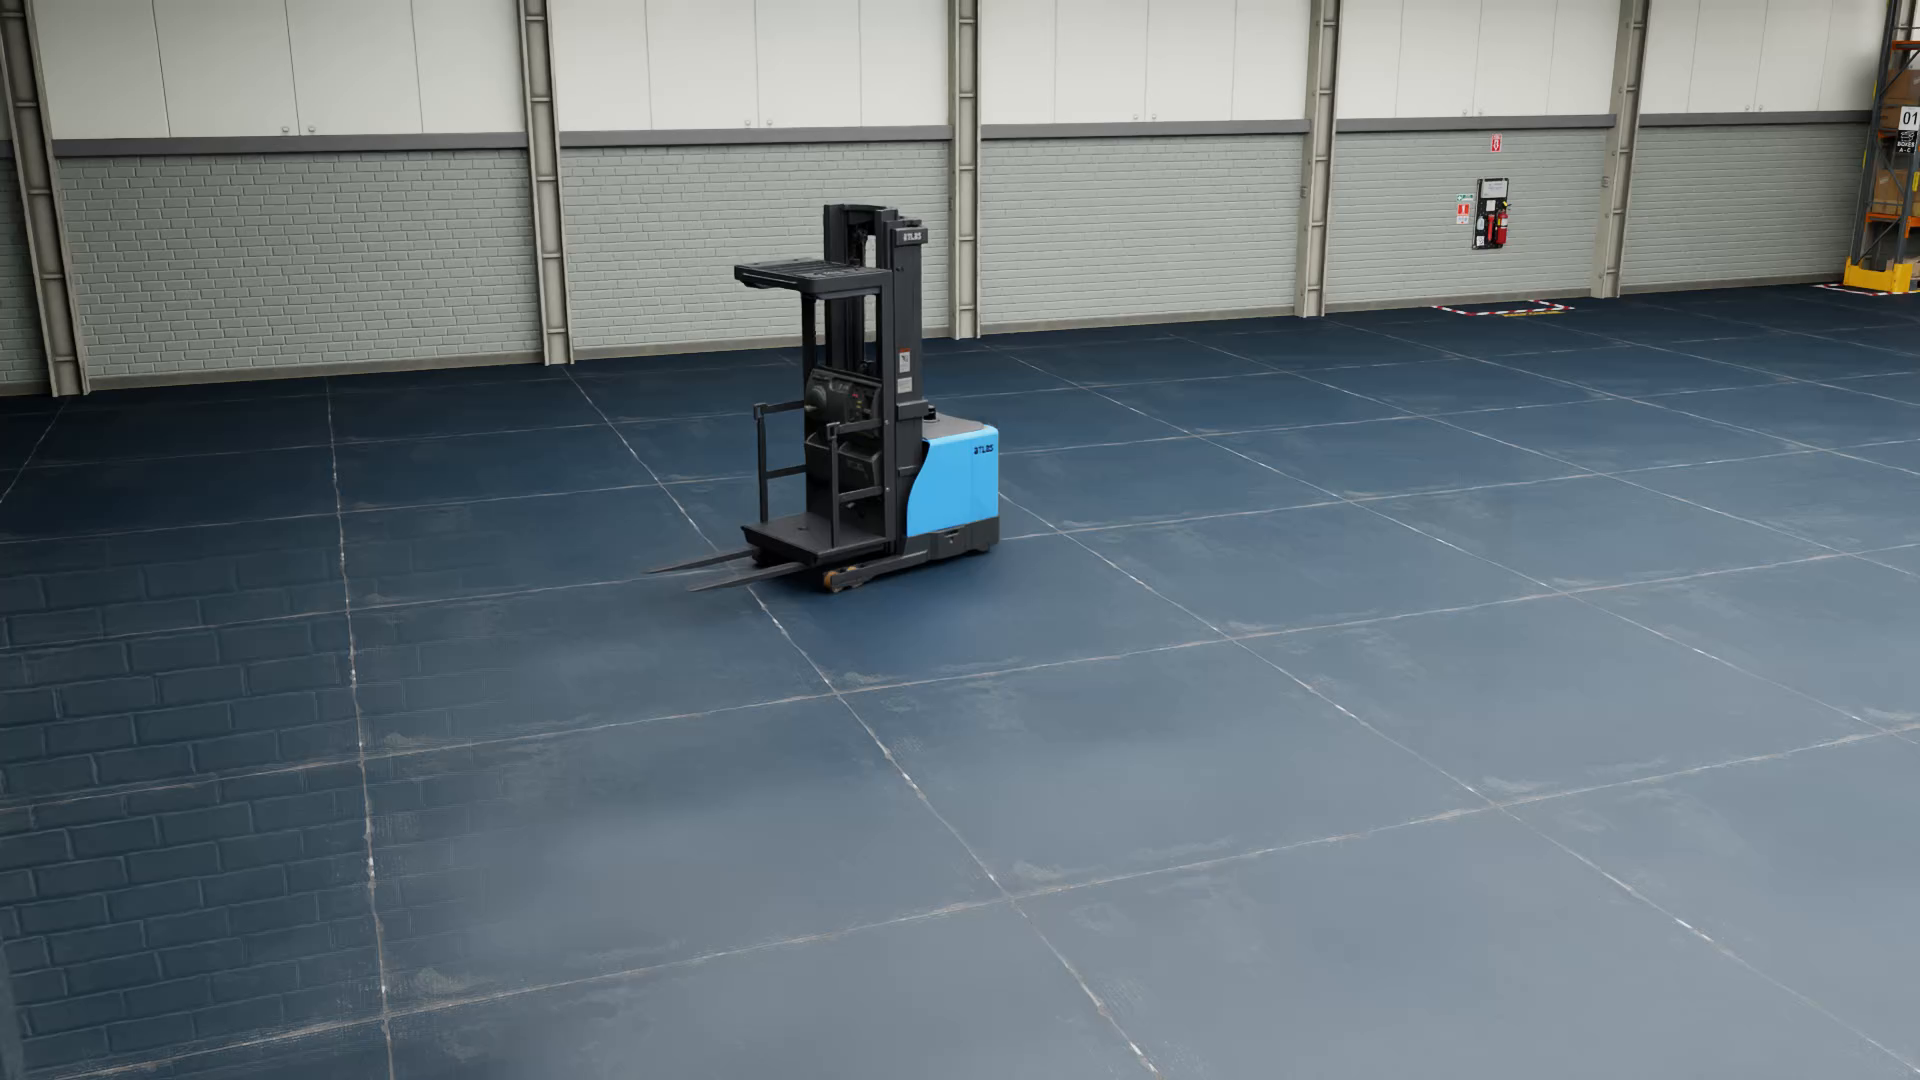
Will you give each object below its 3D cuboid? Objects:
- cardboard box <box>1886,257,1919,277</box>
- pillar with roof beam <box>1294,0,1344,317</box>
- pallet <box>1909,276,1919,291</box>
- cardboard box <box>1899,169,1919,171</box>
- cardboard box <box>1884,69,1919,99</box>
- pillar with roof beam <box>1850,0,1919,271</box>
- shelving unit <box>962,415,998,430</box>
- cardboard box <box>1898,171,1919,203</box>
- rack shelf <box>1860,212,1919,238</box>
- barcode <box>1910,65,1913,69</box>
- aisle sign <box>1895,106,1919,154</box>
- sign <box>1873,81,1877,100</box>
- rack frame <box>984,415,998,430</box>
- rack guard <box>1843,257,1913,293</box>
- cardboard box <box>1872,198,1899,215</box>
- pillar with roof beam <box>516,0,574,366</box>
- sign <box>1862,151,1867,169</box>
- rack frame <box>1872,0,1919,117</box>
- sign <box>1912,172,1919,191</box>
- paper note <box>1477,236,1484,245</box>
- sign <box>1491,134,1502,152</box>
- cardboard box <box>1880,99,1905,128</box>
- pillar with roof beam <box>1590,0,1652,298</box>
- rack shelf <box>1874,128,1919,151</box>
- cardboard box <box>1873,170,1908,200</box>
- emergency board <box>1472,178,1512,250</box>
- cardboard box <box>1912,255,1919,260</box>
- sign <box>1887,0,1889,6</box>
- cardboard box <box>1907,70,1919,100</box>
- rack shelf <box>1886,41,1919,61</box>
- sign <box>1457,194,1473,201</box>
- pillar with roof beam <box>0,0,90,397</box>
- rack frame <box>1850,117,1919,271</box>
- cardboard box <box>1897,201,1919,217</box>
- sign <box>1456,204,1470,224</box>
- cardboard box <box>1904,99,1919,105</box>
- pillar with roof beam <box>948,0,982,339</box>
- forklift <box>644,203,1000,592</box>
[{"bbox_3d":[17.208,-4.969,30.188,0.500,0.311,0.500,-8,18,-26],"label":"cardboard box"},{"bbox_3d":[7.209,-6.836,21.907,0.400,9.000,9.100,-6,17,-20],"label":"pillar with roof beam"},{"bbox_3d":[17.372,-4.744,30.380,1.213,0.211,1.003,-6,17,-20],"label":"pallet"},{"bbox_3d":[17.368,-6.451,30.143,0.500,0.500,0.500,-6,17,-19],"label":"cardboard box"},{"bbox_3d":[16.839,-8.091,29.516,0.500,0.500,0.500,-5,17,-18],"label":"cardboard box"},{"bbox_3d":[18.415,-8.046,26.027,0.400,9.000,9.100,-6,17,-20],"label":"pillar with roof beam"},{"bbox_3d":[0.174,-0.551,14.612,0.252,1.050,0.215,-11,20,-33],"label":"shelving unit"},{"bbox_3d":[17.083,-6.269,29.521,0.500,0.500,0.500,-6,17,-20],"label":"cardboard box"},{"bbox_3d":[18.398,-5.859,30.502,4.000,0.370,1.077,-6,17,-20],"label":"rack shelf"},{"bbox_3d":[17.014,-8.460,29.743,0.075,0.075,0.001,-6,17,-20],"label":"barcode"},{"bbox_3d":[16.570,-7.163,29.054,0.004,0.787,0.394,-6,17,-20],"label":"aisle sign"},{"bbox_3d":[16.350,-8.014,29.671,0.005,0.325,0.100,-6,17,-20],"label":"sign"},{"bbox_3d":[0.273,-0.571,14.679,0.008,1.050,0.200,-11,20,-33],"label":"rack frame"},{"bbox_3d":[16.601,-4.810,30.092,0.348,0.500,1.175,-6,17,-20],"label":"rack guard"},{"bbox_3d":[16.897,-6.038,30.066,0.500,0.250,0.500,-6,17,-19],"label":"cardboard box"},{"bbox_3d":[-3.996,-5.626,17.787,0.400,9.000,9.100,-6,17,-20],"label":"pillar with roof beam"},{"bbox_3d":[16.350,-6.857,30.010,0.005,0.325,0.100,-6,17,-20],"label":"sign"},{"bbox_3d":[16.530,-8.881,28.868,0.127,3.000,1.000,-6,17,-20],"label":"rack frame"},{"bbox_3d":[16.724,-6.275,29.106,0.005,0.325,0.100,-6,17,-20],"label":"sign"},{"bbox_3d":[8.760,-5.034,27.980,0.142,0.148,0.016,-6,17,-20],"label":"paper note"},{"bbox_3d":[8.907,-6.594,27.615,0.199,0.298,0.001,-6,17,-20],"label":"sign"},{"bbox_3d":[16.829,-7.608,29.644,0.500,0.500,0.500,-5,17,-16],"label":"cardboard box"},{"bbox_3d":[12.812,-7.441,23.967,0.400,9.000,9.100,-6,17,-20],"label":"pillar with roof beam"},{"bbox_3d":[18.398,-7.298,30.079,4.000,0.370,1.077,-6,17,-20],"label":"rack shelf"},{"bbox_3d":[16.894,-6.403,29.979,0.500,0.500,0.500,-6,18,-21],"label":"cardboard box"},{"bbox_3d":[8.950,-5.456,27.855,0.643,1.169,0.194,-6,17,-20],"label":"emergency board"},{"bbox_3d":[17.741,-5.027,30.383,0.500,0.311,0.500,-5,17,-15],"label":"cardboard box"},{"bbox_3d":[16.350,-9.553,29.219,0.005,0.325,0.100,-6,17,-20],"label":"sign"},{"bbox_3d":[16.977,-7.954,29.048,0.500,0.500,0.500,-8,18,-24],"label":"cardboard box"},{"bbox_3d":[18.398,-8.735,29.657,4.000,0.370,1.077,-6,17,-20],"label":"rack shelf"},{"bbox_3d":[8.404,-5.697,27.671,0.331,0.109,0.001,-6,17,-20],"label":"sign"},{"bbox_3d":[-9.599,-5.021,15.727,0.400,9.000,9.100,-6,17,-20],"label":"pillar with roof beam"},{"bbox_3d":[16.530,-6.002,29.714,0.127,3.000,1.000,-6,17,-20],"label":"rack frame"},{"bbox_3d":[17.099,-5.905,29.615,0.500,0.250,0.500,-7,18,-22],"label":"cardboard box"},{"bbox_3d":[8.397,-5.445,27.752,0.234,0.329,0.001,-6,17,-20],"label":"sign"},{"bbox_3d":[16.932,-7.467,29.165,0.500,0.500,0.500,-6,17,-19],"label":"cardboard box"},{"bbox_3d":[1.606,-6.231,19.847,0.400,9.000,9.100,-6,17,-20],"label":"pillar with roof beam"},{"bbox_3d":[-1.107,-1.158,13.340,3.031,2.935,1.130,-14,21,-39],"label":"forklift"}]
